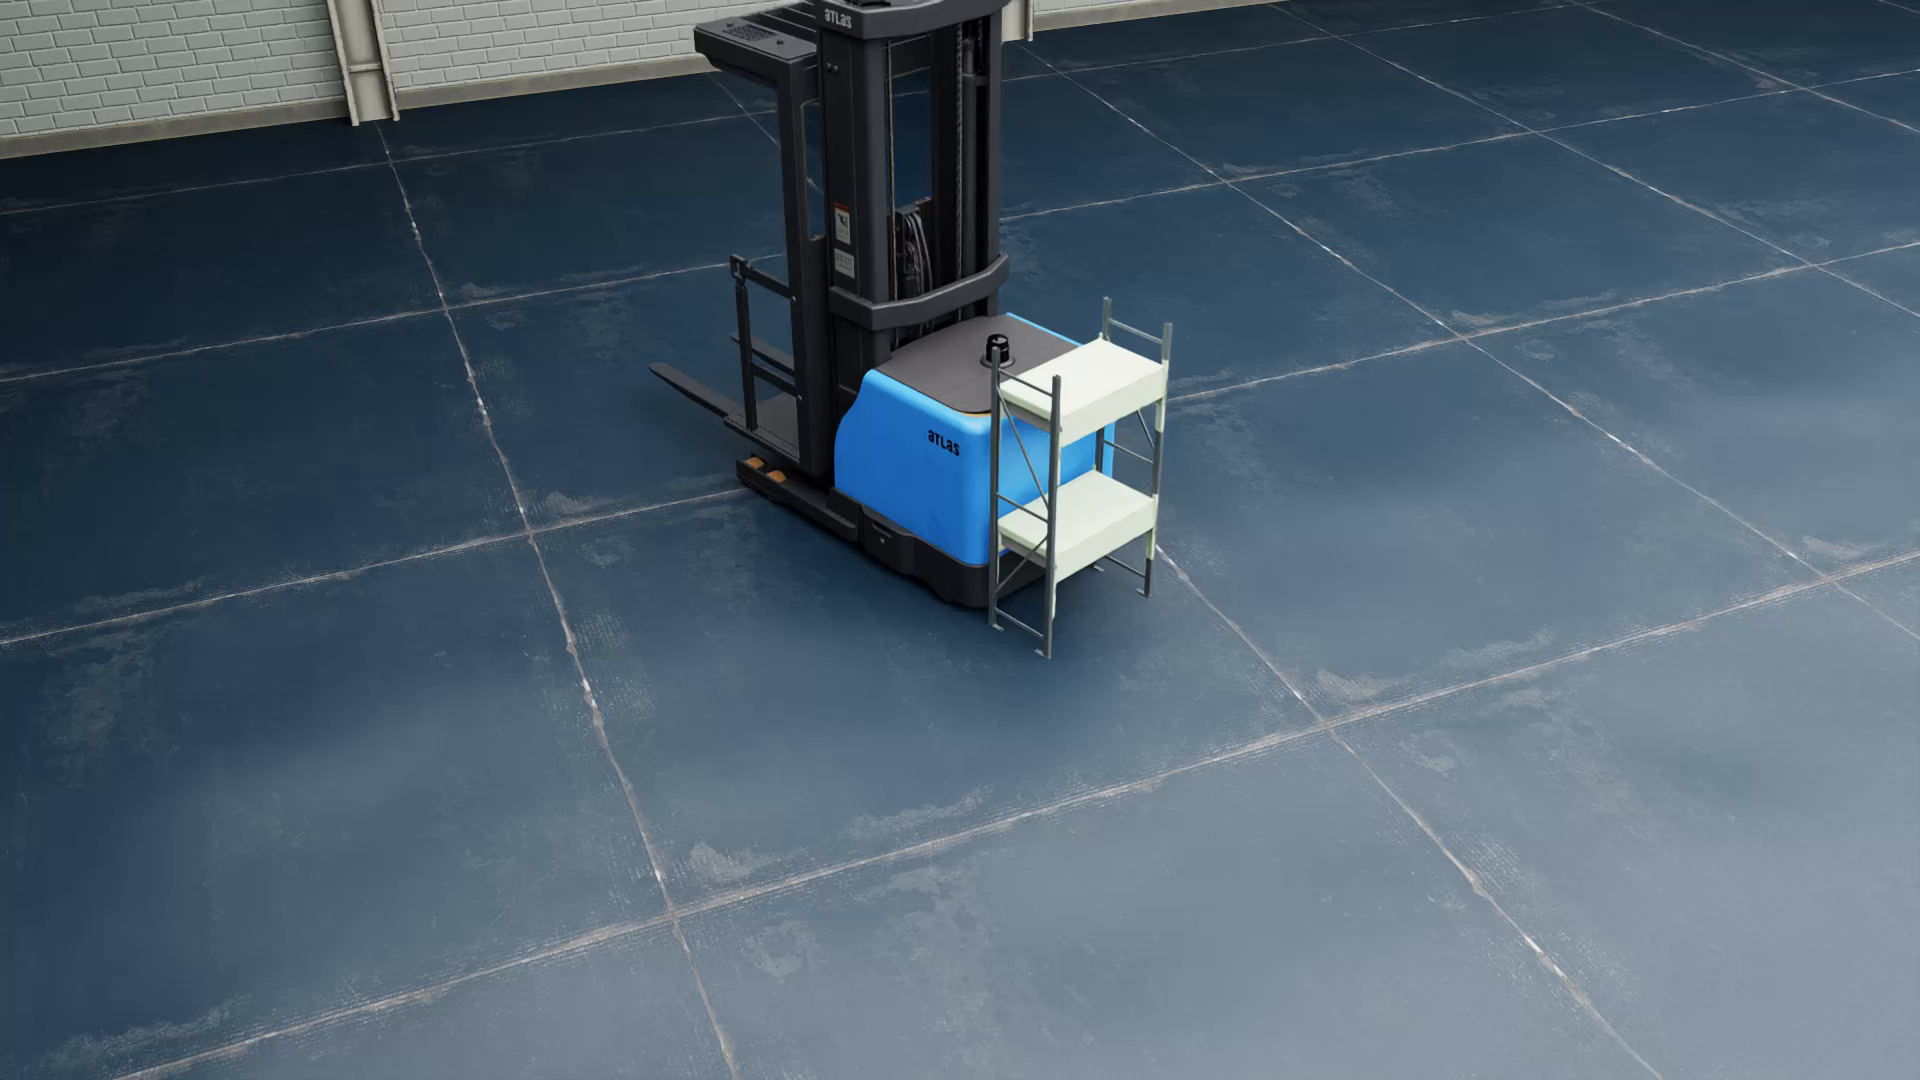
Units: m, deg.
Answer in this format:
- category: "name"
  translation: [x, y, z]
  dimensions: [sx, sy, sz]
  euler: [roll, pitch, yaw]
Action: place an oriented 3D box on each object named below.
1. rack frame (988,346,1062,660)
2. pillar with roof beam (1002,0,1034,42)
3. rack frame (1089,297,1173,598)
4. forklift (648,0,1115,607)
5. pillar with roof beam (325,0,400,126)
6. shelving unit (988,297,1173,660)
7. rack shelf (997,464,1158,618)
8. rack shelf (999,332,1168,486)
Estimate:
- category: "rack frame"
  translation: [0.285, -0.141, 7.592]
  dimensions: [0.023, 1.500, 0.400]
  euler: [-28, 42, -36]
- category: "pillar with roof beam"
  translation: [2.141, -6.523, 10.523]
  dimensions: [0.400, 9.000, 9.100]
  euler: [-13, 35, -19]
- category: "rack frame"
  translation: [0.812, -0.419, 8.019]
  dimensions: [0.023, 1.500, 0.400]
  euler: [-28, 42, -36]
- category: "forklift"
  translation: [-0.586, -1.612, 8.540]
  dimensions: [1.130, 2.935, 3.031]
  euler: [-27, 42, -35]
- category: "pillar with roof beam"
  translation: [-3.391, -5.256, 8.577]
  dimensions: [0.400, 9.000, 9.100]
  euler: [-13, 35, -19]
- category: "shelving unit"
  translation: [0.549, -0.280, 7.805]
  dimensions: [0.755, 1.500, 0.431]
  euler: [-28, 42, -36]
- category: "rack shelf"
  translation: [0.549, -0.007, 7.983]
  dimensions: [0.720, 0.370, 0.431]
  euler: [-28, 42, -36]
- category: "rack shelf"
  translation: [0.549, -0.607, 7.593]
  dimensions: [0.720, 0.370, 0.431]
  euler: [-28, 42, -36]
